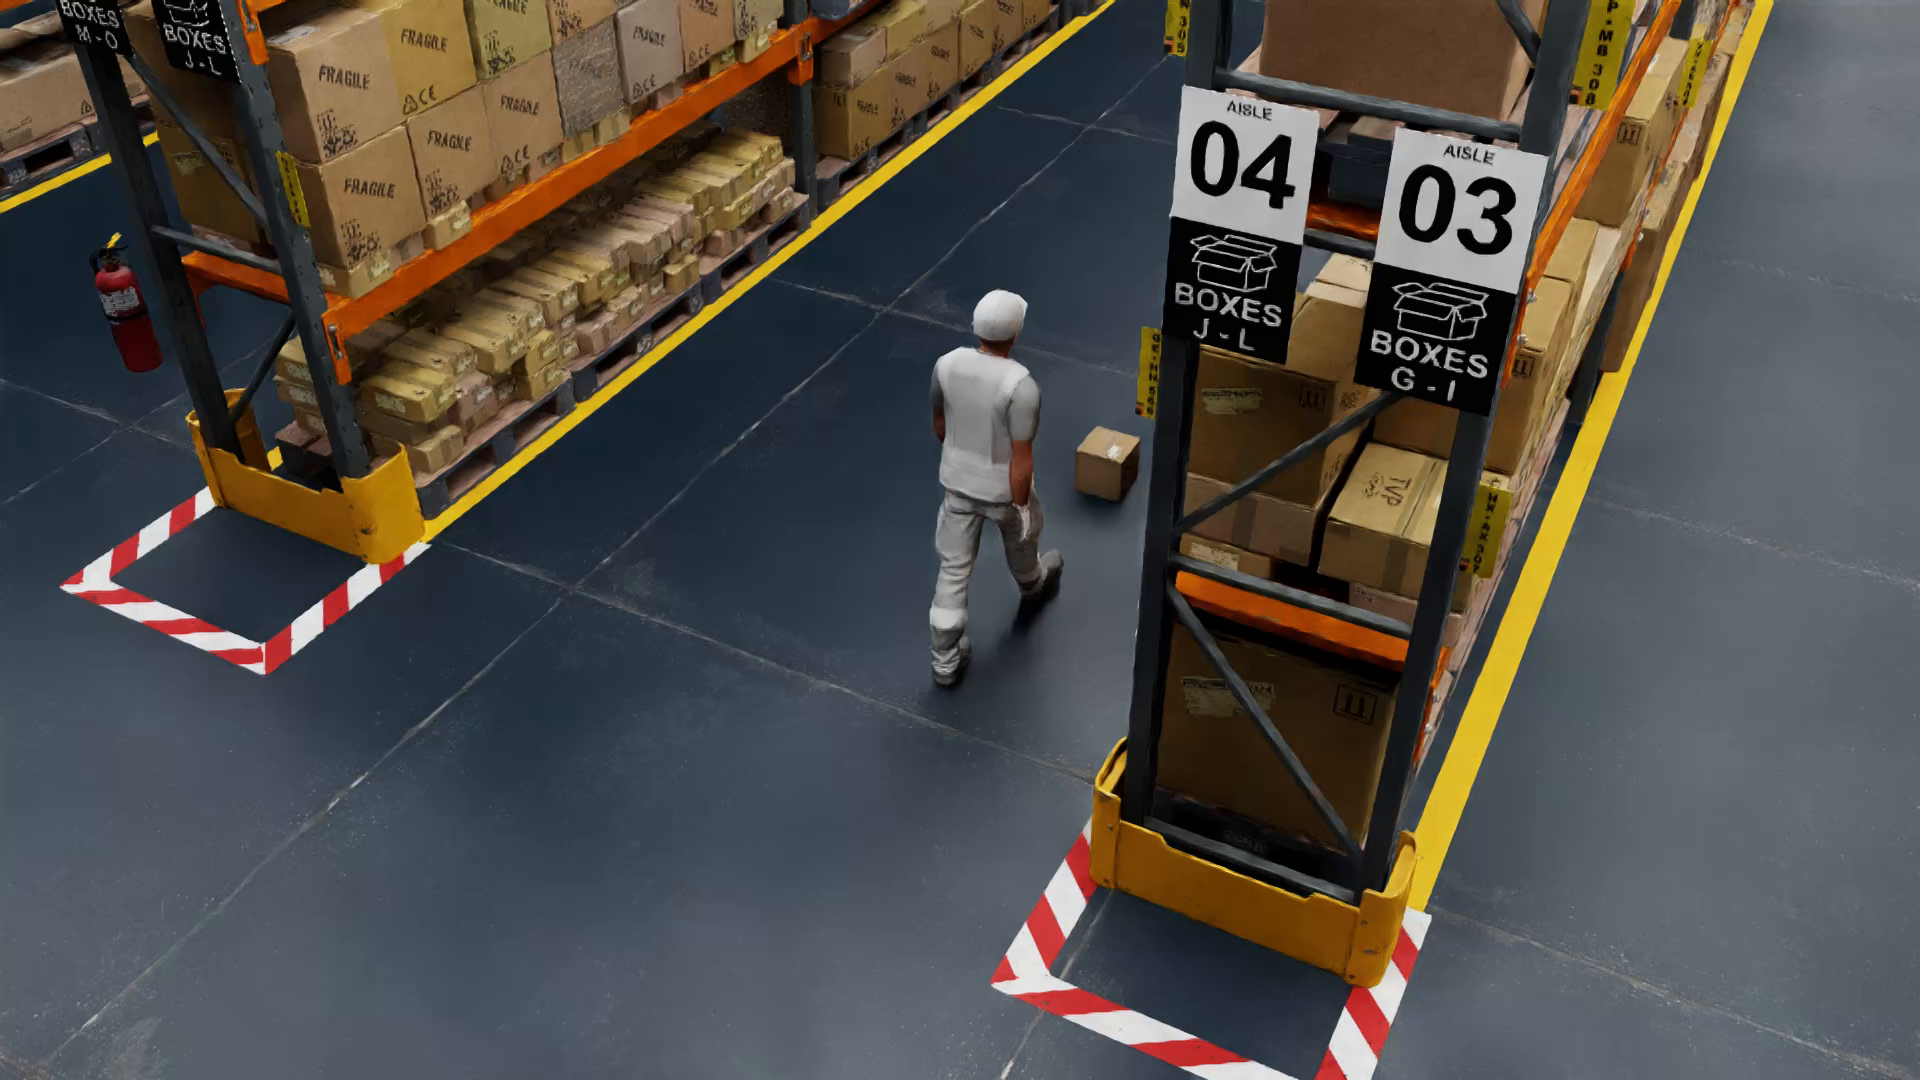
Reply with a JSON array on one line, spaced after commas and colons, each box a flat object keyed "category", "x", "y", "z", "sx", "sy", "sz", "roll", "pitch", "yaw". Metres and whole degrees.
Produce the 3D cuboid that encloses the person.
[{"category": "person", "x": 0.147, "y": -0.307, "z": 7.128, "sx": 0.572, "sy": 1.731, "sz": 0.995, "roll": 17, "pitch": 41, "yaw": 21}]
